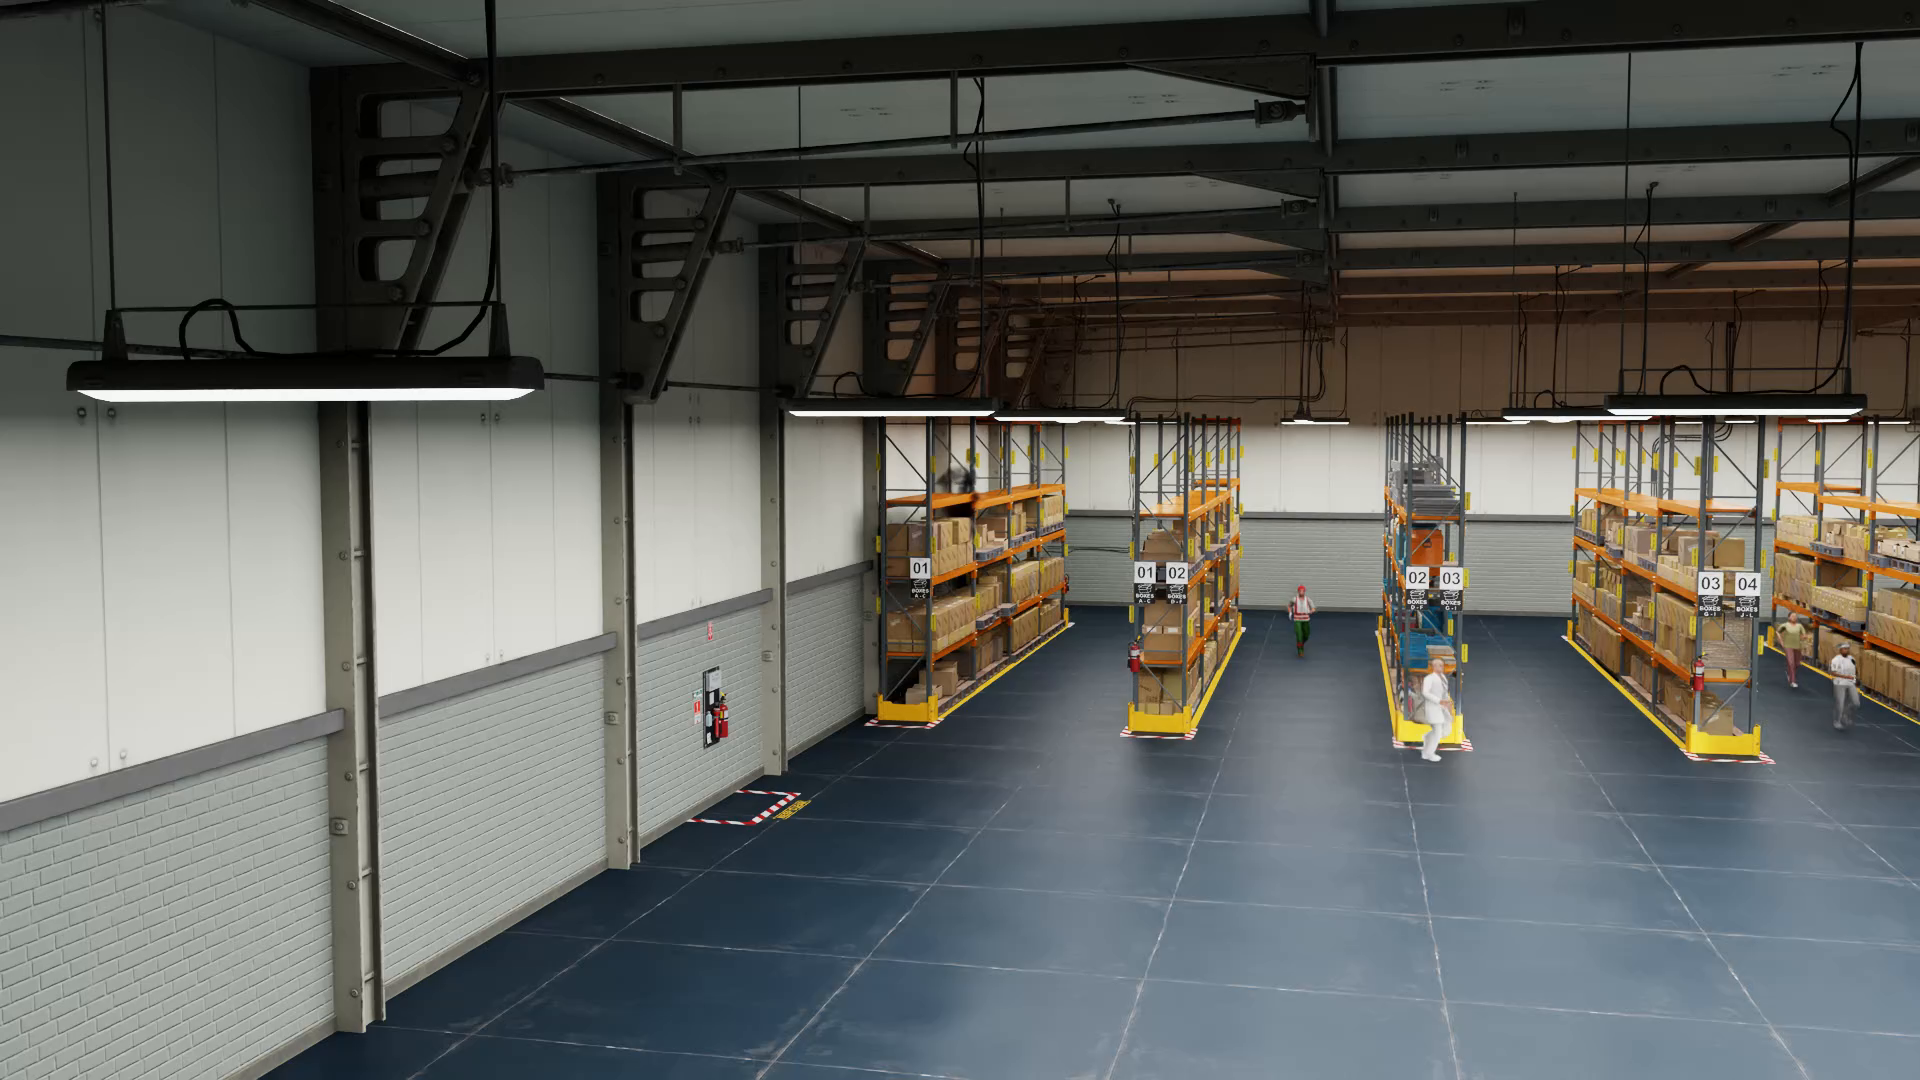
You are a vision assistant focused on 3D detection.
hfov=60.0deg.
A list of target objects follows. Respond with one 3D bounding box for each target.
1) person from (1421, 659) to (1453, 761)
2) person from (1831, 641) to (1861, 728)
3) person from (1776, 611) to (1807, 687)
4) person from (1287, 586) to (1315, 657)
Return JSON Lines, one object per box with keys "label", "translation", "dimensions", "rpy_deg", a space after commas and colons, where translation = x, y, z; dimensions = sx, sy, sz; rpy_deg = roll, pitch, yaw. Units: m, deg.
{"label": "person", "translation": [8.251, 2.924, 28.713], "dimensions": [0.759, 1.728, 0.665], "rpy_deg": [-3, 5, -41]}
{"label": "person", "translation": [16.813, 2.753, 31.547], "dimensions": [0.544, 1.667, 0.602], "rpy_deg": [0, 4, -1]}
{"label": "person", "translation": [18.413, 2.394, 36.802], "dimensions": [0.585, 1.645, 0.929], "rpy_deg": [1, 4, 9]}
{"label": "person", "translation": [8.533, 2.023, 41.586], "dimensions": [0.669, 1.766, 0.928], "rpy_deg": [0, 4, 2]}
